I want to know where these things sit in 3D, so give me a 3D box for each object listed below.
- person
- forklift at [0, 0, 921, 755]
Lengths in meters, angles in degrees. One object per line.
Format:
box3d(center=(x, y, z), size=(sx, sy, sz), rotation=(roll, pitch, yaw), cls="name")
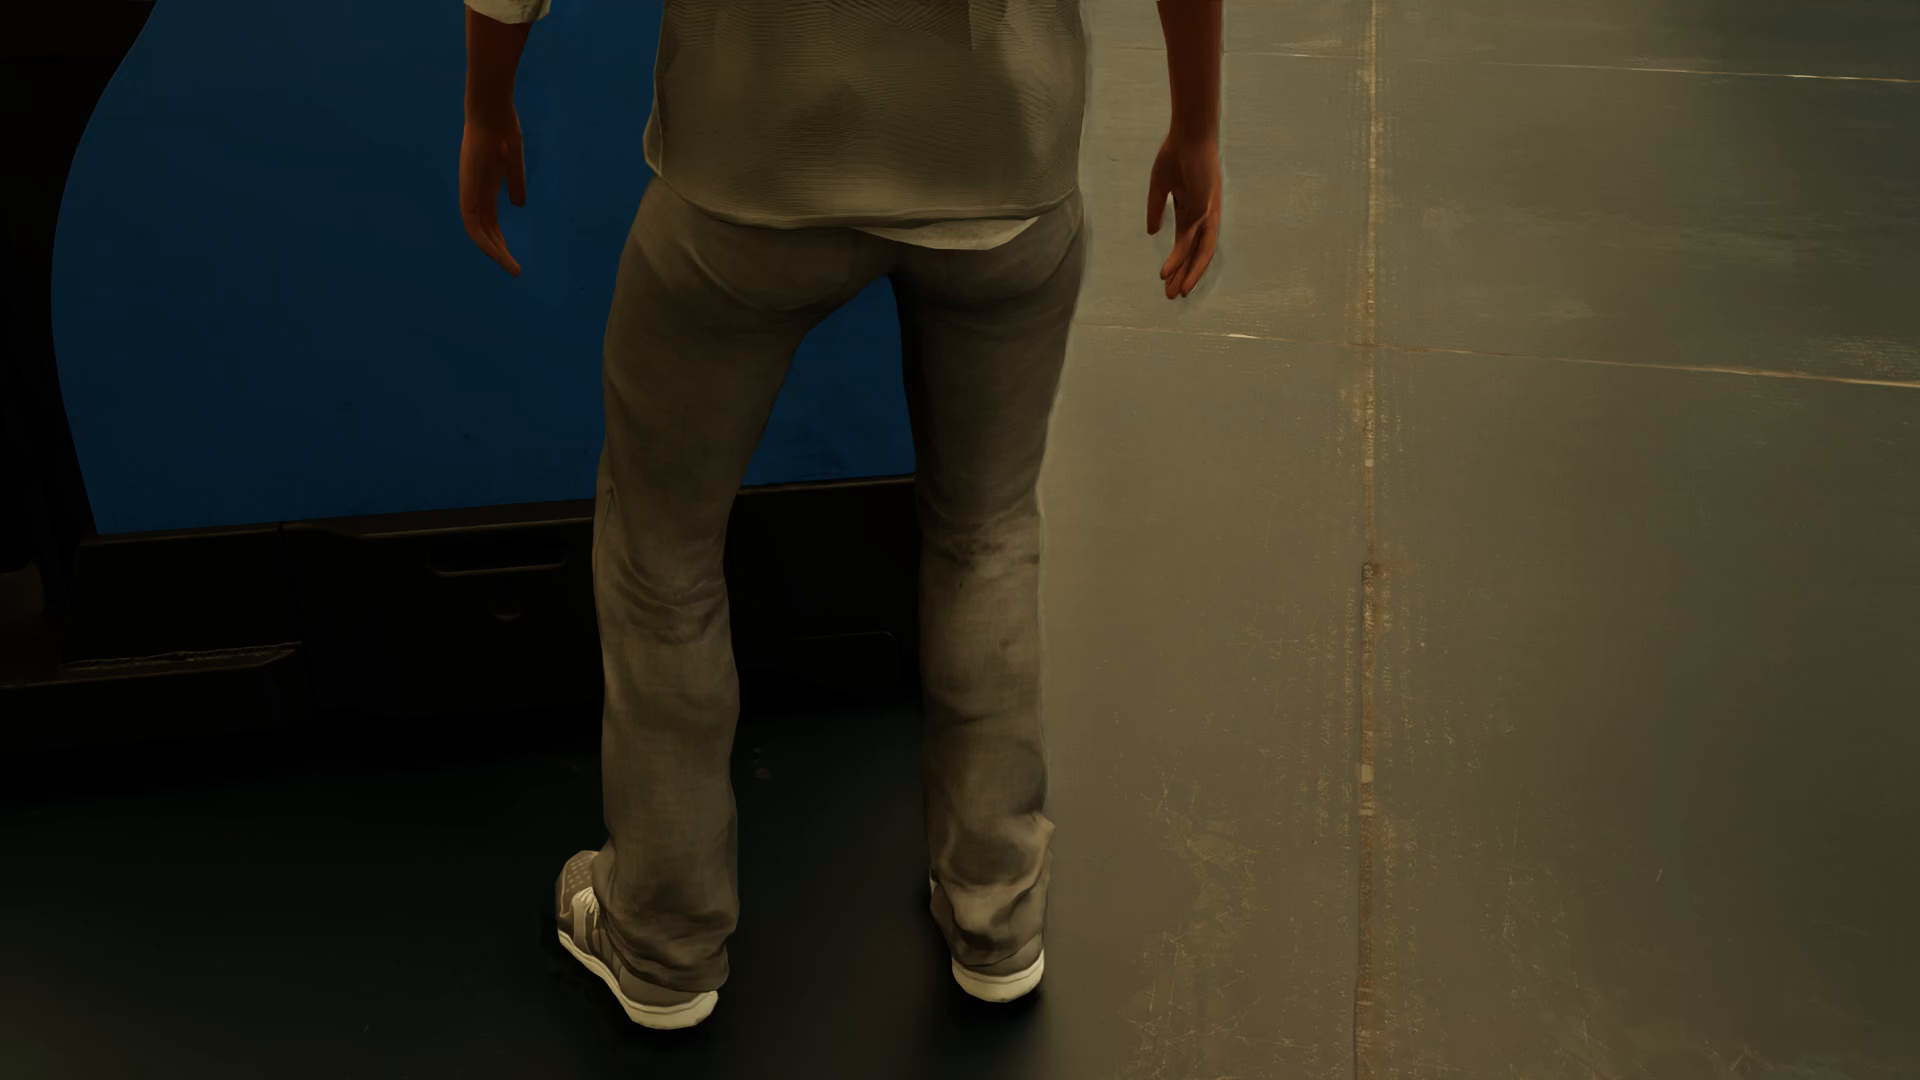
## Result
box3d(center=(-0.084, -0.294, 1.339), size=(0.636, 1.573, 0.305), rotation=(-6, 27, -11), cls="person")
box3d(center=(-1.479, -1.226, 1.676), size=(3.031, 2.935, 1.130), rotation=(-5, 27, -9), cls="forklift")
